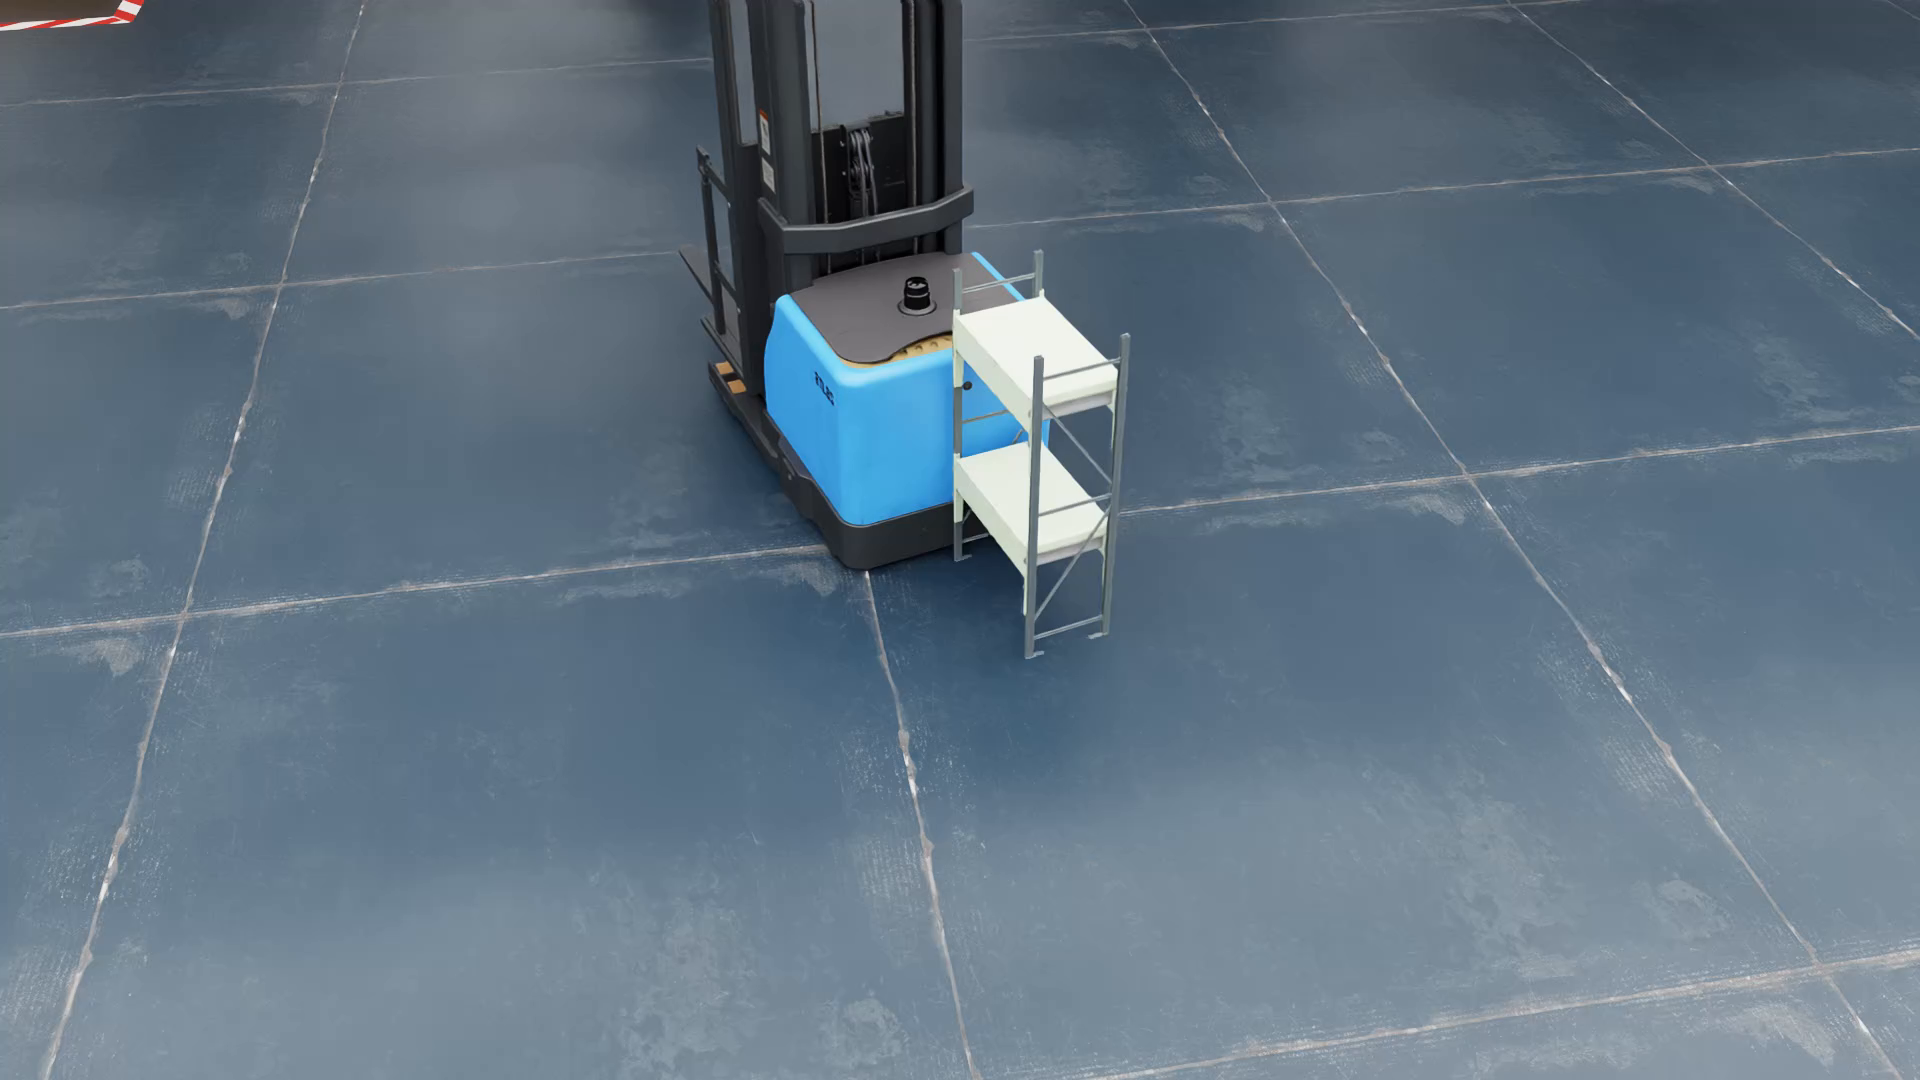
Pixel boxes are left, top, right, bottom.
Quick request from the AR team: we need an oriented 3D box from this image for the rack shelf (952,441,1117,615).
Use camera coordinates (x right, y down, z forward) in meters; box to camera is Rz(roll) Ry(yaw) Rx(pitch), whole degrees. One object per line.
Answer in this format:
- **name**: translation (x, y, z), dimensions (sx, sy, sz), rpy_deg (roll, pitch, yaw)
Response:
- **rack shelf**: translation (0.308, -0.083, 7.166), dimensions (0.431, 0.370, 0.720), rpy_deg (-16, 40, -19)

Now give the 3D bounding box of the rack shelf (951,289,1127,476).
- **rack shelf**: translation (0.308, -0.649, 6.727), dimensions (0.431, 0.370, 0.720), rpy_deg (-16, 40, -19)

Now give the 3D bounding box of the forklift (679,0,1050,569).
- **forklift**: translation (-0.666, -1.923, 7.836), dimensions (1.130, 2.935, 3.031), rpy_deg (-16, 41, -20)

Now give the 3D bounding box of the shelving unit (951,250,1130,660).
- **shelving unit**: translation (0.308, -0.341, 6.966), dimensions (0.431, 1.500, 0.755), rpy_deg (-16, 40, -19)

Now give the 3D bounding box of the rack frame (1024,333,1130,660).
- **rack frame**: translation (0.460, -0.137, 6.703), dimensions (0.400, 1.500, 0.023), rpy_deg (-16, 40, -19)

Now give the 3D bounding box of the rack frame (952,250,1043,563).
- **rack frame**: translation (0.156, -0.545, 7.229), dimensions (0.400, 1.500, 0.023), rpy_deg (-16, 40, -19)
